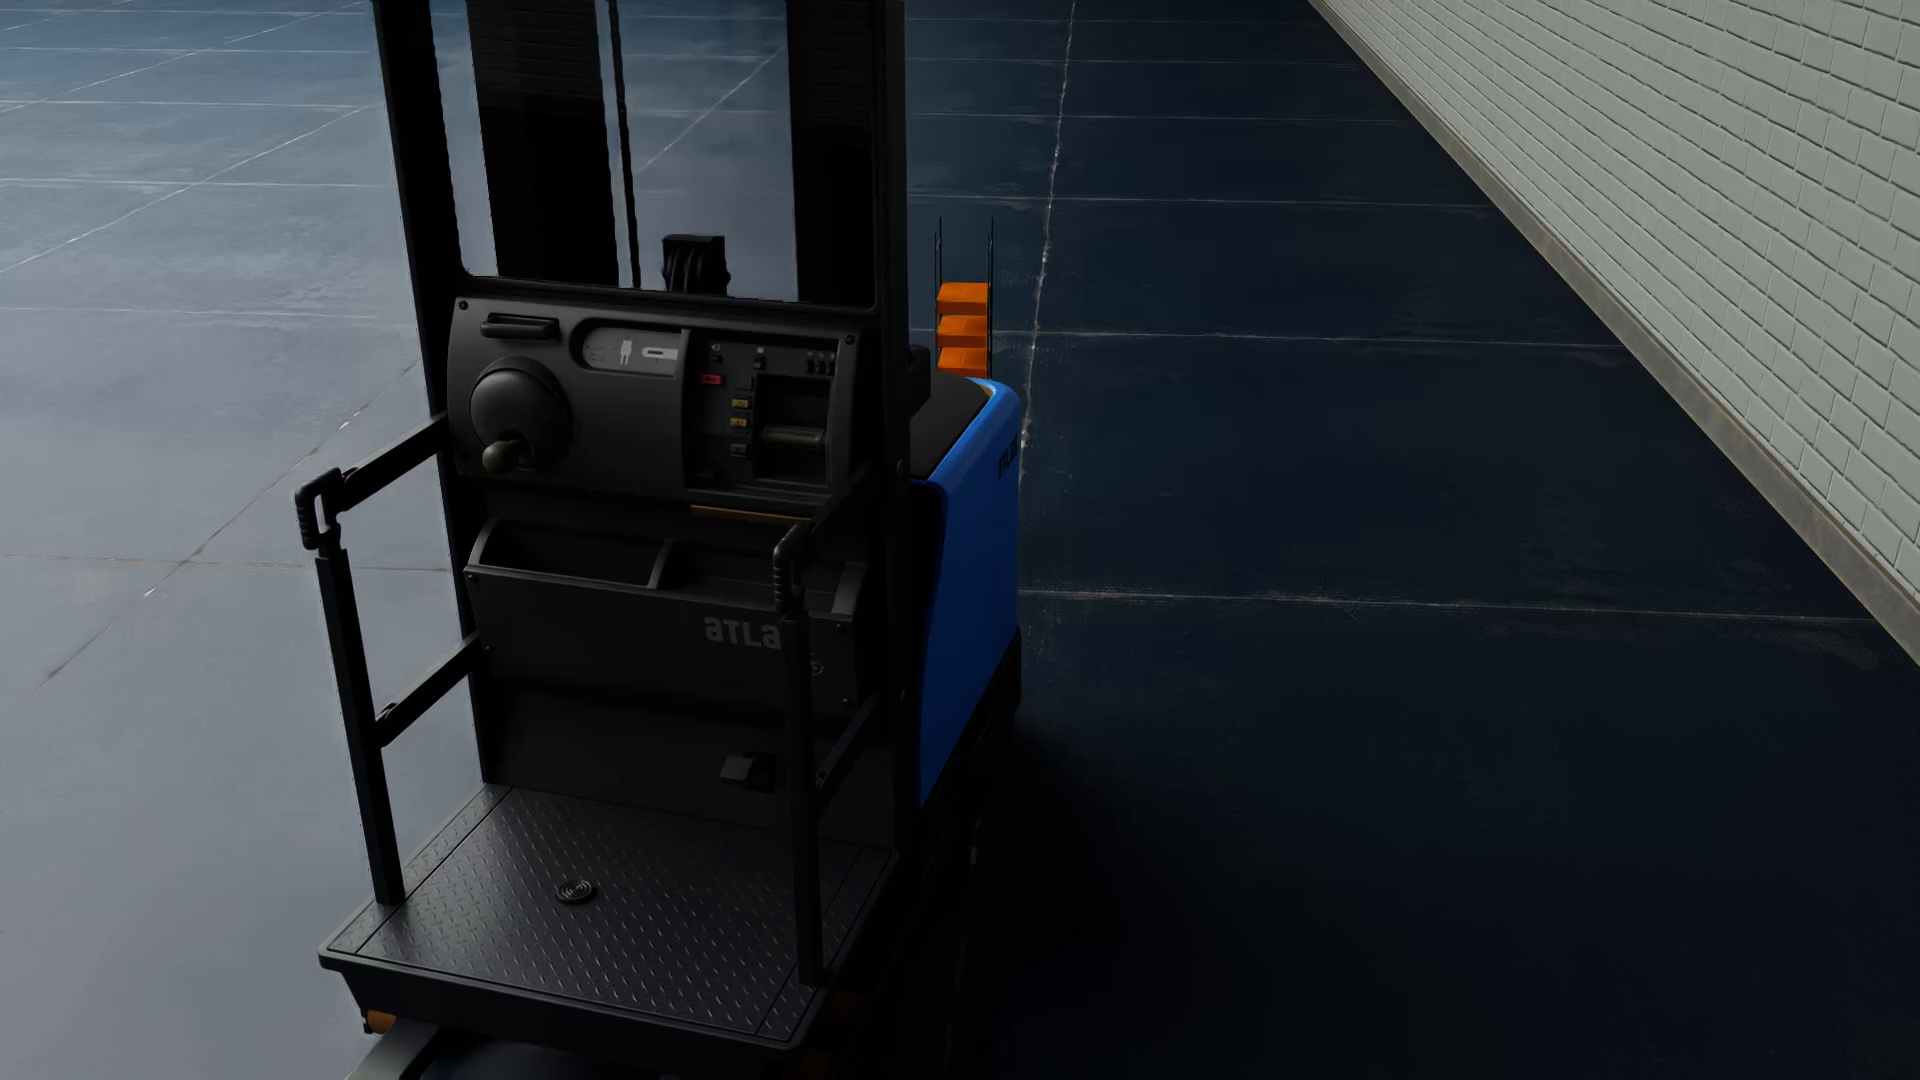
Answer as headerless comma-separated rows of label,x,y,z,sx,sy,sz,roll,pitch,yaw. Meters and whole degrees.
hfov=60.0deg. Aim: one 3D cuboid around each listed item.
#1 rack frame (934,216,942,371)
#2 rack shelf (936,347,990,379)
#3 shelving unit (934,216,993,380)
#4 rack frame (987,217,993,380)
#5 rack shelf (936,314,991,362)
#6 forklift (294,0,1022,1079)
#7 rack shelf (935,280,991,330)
rack frame,-0.077,-0.548,6.005,0.006,1.200,0.240,2,25,4
rack shelf,0.014,-0.613,5.967,0.180,0.103,0.258,2,25,4
shelving unit,0.014,-0.545,5.998,0.189,1.200,0.258,2,25,4
rack frame,0.106,-0.542,5.992,0.006,1.200,0.240,2,25,4
rack shelf,0.014,-0.722,5.916,0.180,0.103,0.258,2,25,4
forklift,-0.711,-0.266,3.321,1.130,2.935,3.031,7,26,14
rack shelf,0.014,-0.831,5.866,0.180,0.103,0.258,2,25,4
